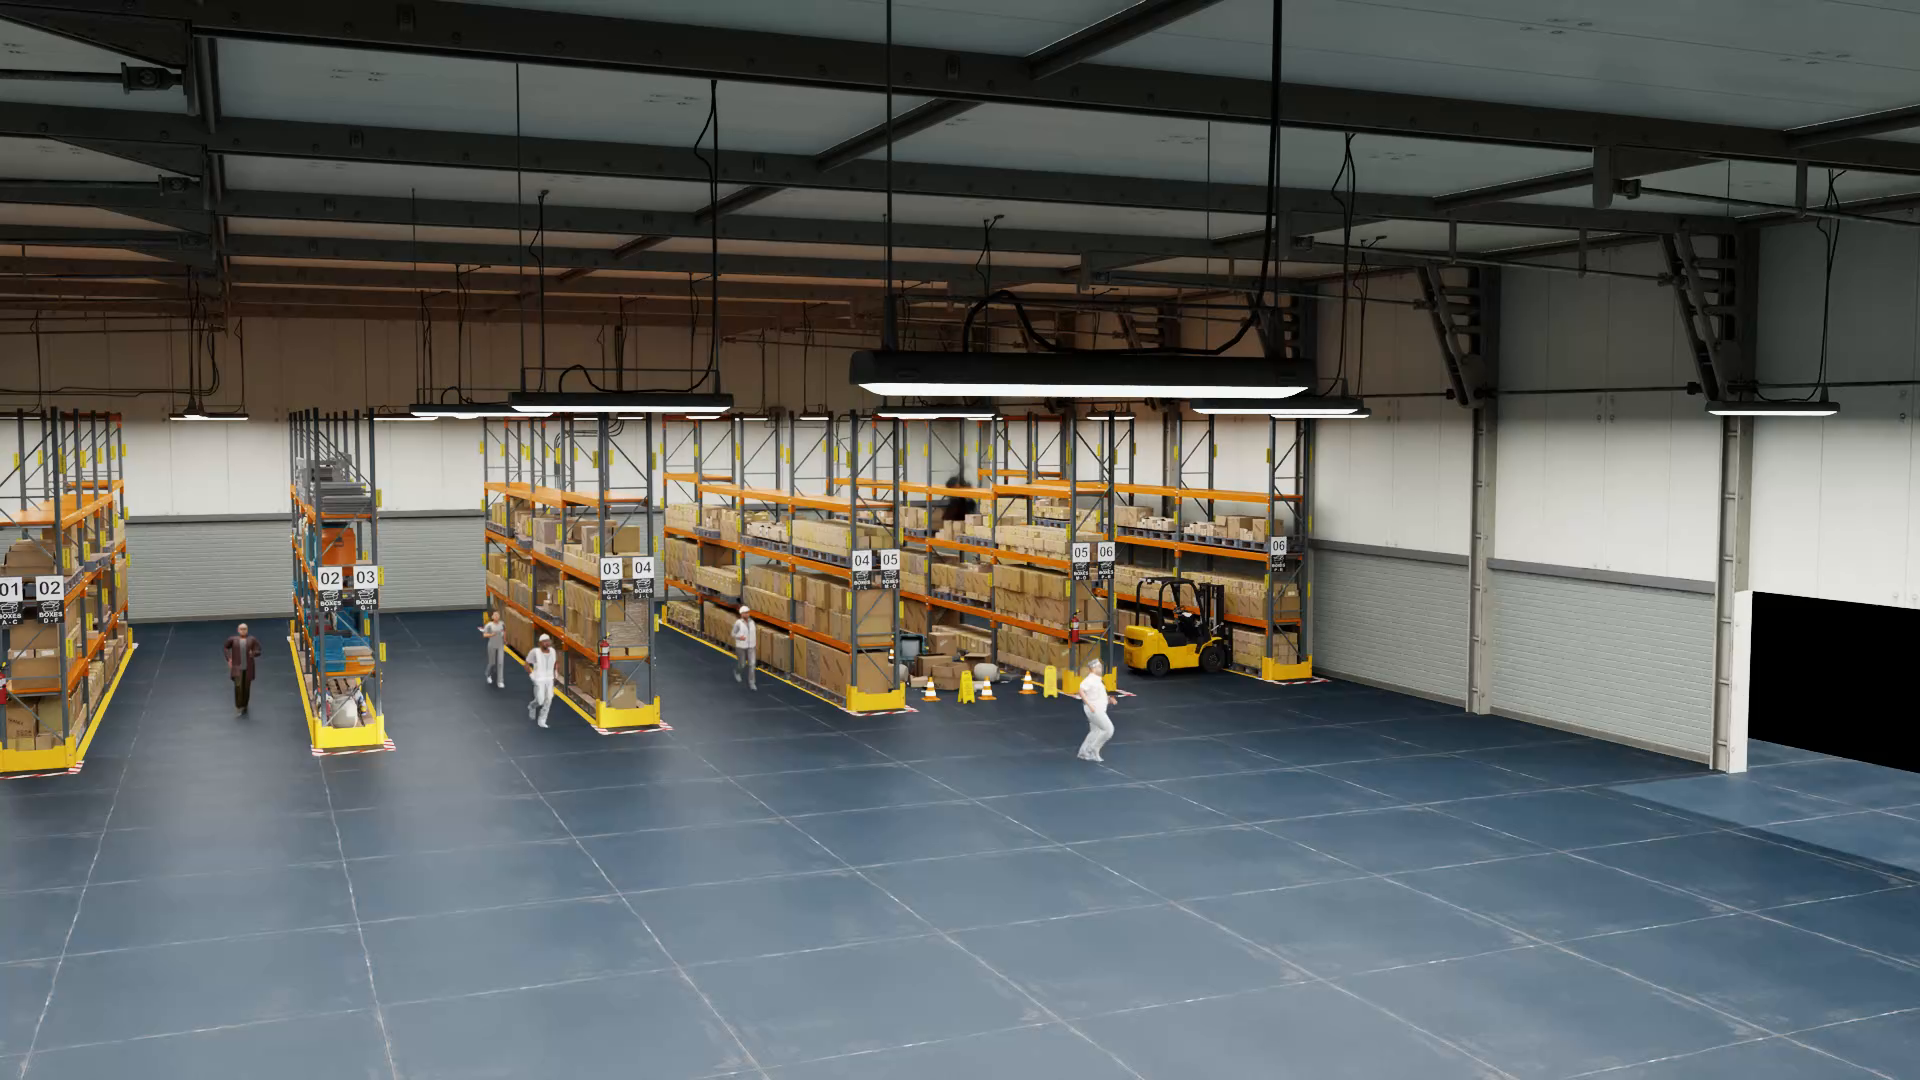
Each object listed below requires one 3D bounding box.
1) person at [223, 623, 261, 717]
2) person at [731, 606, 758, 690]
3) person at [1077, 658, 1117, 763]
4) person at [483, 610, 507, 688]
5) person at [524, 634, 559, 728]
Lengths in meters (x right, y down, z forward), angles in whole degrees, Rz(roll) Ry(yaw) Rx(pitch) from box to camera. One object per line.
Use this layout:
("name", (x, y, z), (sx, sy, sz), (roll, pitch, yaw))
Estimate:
("person", (-14.096, 2.557, 32.680), (0.663, 1.838, 0.836), (-2, 5, -29))
("person", (-4.643, 2.316, 35.983), (0.661, 1.781, 0.949), (-2, 5, -28))
("person", (2.322, 2.886, 28.142), (0.660, 1.771, 0.673), (1, 4, 11))
("person", (-10.044, 2.328, 35.975), (0.572, 1.646, 0.963), (-2, 5, -31))
("person", (-7.937, 2.658, 31.611), (0.700, 1.765, 0.629), (-3, 5, -39))
